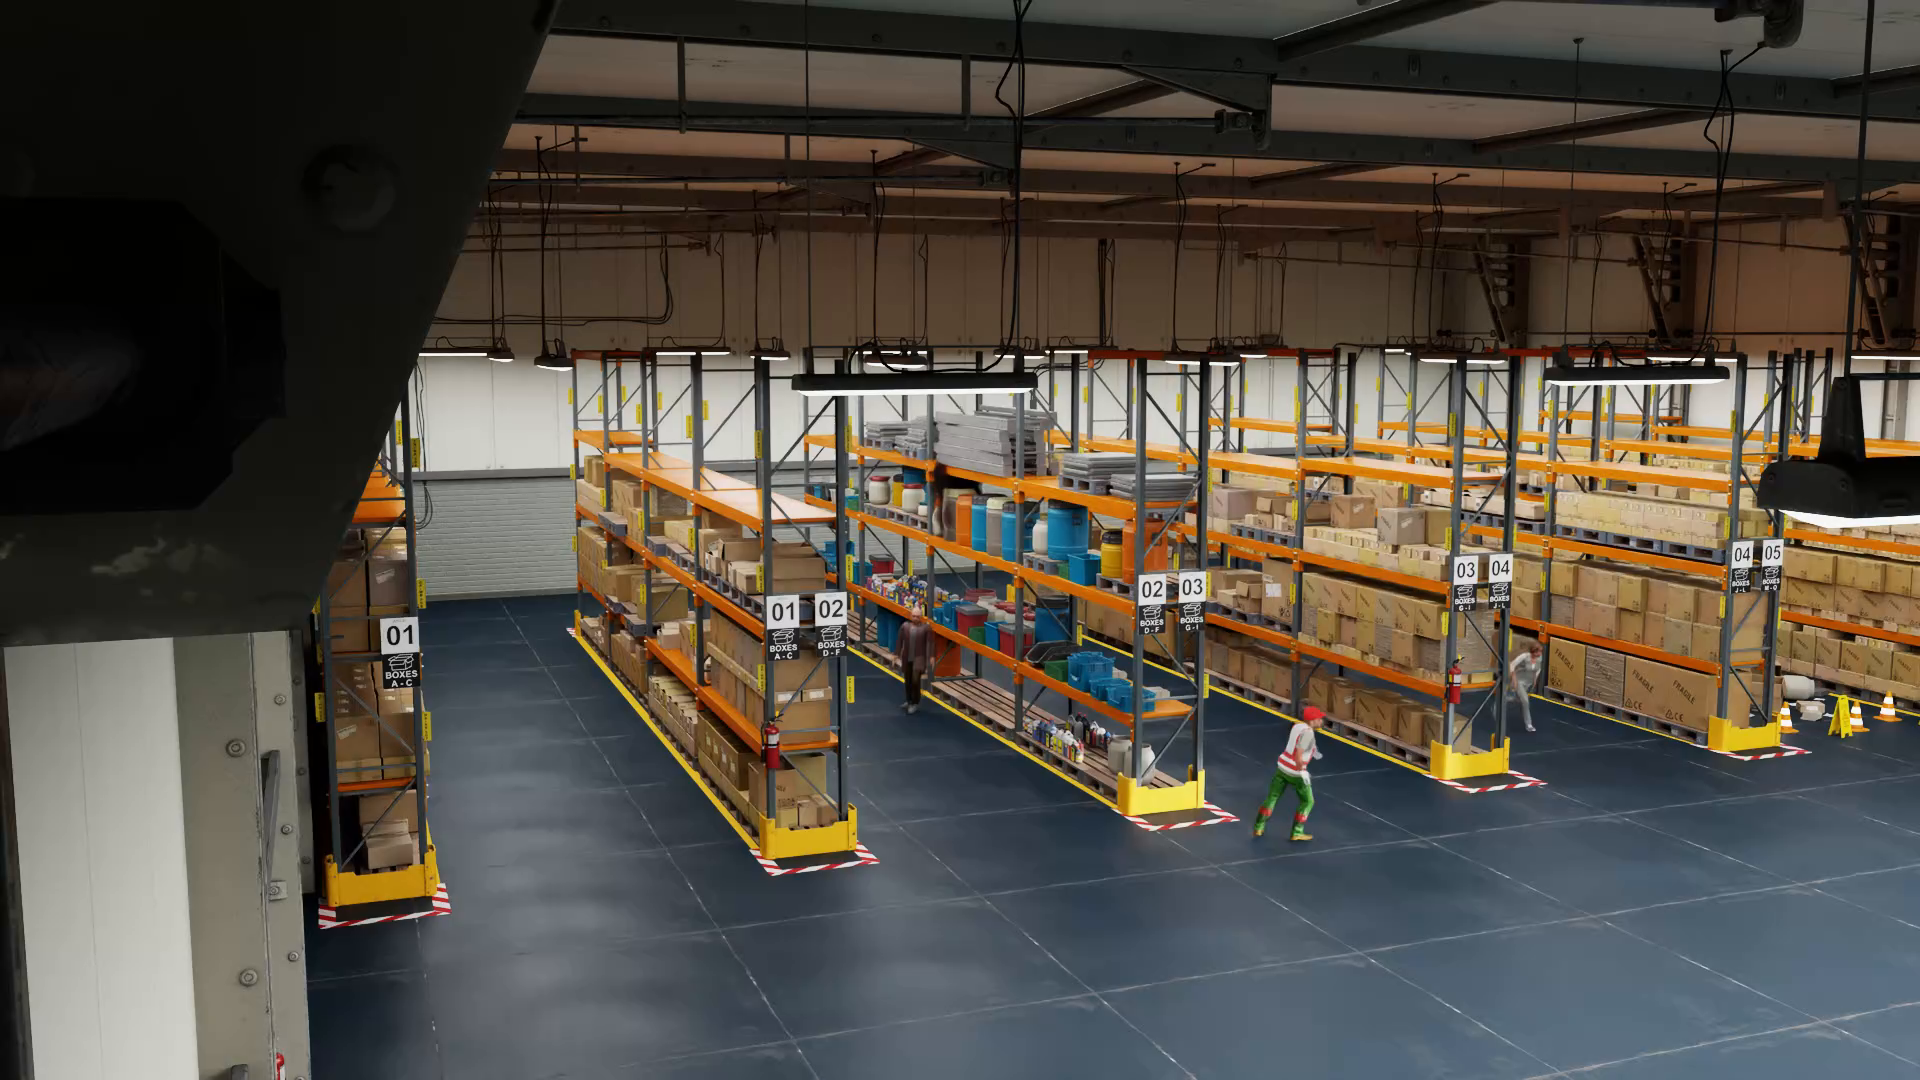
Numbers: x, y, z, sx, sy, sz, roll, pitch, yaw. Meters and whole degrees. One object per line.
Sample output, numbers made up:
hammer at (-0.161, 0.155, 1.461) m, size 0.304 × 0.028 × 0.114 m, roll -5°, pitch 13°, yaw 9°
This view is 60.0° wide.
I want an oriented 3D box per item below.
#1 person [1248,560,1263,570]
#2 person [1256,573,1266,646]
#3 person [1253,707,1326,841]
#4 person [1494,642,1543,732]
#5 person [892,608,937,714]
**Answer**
person at (7.570, 0.265, 42.060) m, size 0.883 × 1.675 × 0.573 m, roll -4°, pitch 8°, yaw -28°
person at (5.947, 1.471, 32.423) m, size 0.557 × 1.713 × 0.685 m, roll -4°, pitch 8°, yaw -27°
person at (4.178, 2.914, 20.846) m, size 0.906 × 1.710 × 0.699 m, roll -3°, pitch 8°, yaw -22°
person at (8.981, 2.297, 26.733) m, size 0.520 × 1.449 × 0.976 m, roll -3°, pitch 8°, yaw -19°
person at (-0.742, 1.985, 27.735) m, size 0.699 × 1.758 × 0.644 m, roll 3°, pitch 8°, yaw 22°
